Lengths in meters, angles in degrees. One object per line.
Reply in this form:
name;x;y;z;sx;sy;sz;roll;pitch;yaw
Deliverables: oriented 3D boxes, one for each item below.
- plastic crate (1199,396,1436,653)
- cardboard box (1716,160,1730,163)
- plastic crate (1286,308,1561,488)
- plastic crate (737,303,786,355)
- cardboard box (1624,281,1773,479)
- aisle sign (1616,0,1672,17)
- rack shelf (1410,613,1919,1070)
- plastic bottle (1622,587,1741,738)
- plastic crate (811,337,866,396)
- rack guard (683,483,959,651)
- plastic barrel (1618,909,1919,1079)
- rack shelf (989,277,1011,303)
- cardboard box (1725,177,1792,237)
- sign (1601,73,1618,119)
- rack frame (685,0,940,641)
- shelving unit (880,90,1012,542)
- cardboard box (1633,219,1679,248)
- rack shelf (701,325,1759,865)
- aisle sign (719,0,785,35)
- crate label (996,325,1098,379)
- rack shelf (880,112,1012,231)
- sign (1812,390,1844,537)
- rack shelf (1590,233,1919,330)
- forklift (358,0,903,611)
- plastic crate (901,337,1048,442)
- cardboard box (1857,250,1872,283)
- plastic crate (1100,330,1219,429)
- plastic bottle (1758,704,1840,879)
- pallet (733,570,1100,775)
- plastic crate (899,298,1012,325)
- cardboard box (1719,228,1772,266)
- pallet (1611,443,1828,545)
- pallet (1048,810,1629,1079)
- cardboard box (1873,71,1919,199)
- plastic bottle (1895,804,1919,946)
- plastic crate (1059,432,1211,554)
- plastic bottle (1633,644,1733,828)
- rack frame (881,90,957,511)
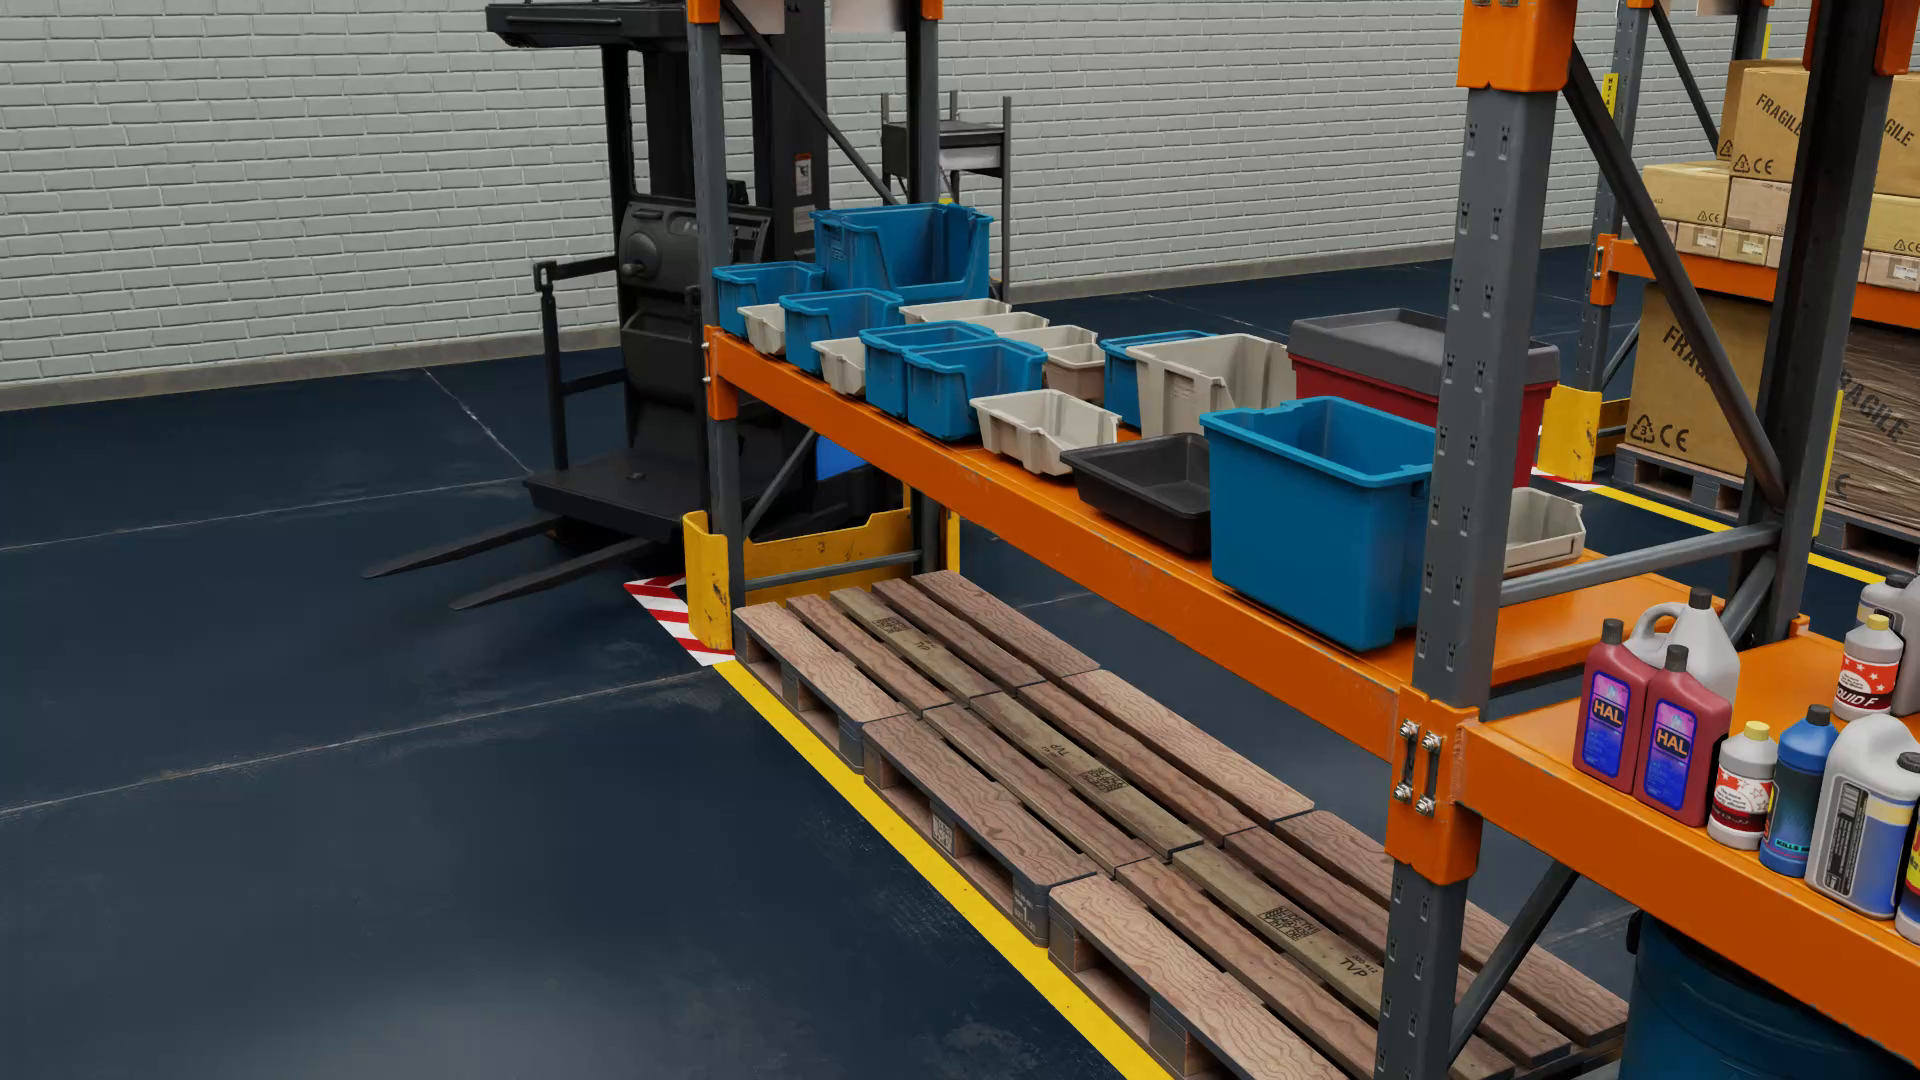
plastic crate;0.825;-0.043;3.591;0.392;0.384;0.575;-10;21;-27
cardboard box;4.270;-1.828;8.606;0.500;0.250;0.500;-10;22;-28
plastic crate;1.143;-0.295;4.198;0.402;0.464;0.583;-10;21;-27
plastic crate;-0.646;-0.766;6.066;0.250;0.136;0.298;-10;21;-27
cardboard box;4.180;-0.880;8.695;0.875;0.875;0.875;-10;21;-27
aisle sign;3.508;-3.060;8.415;0.394;0.787;0.004;-10;21;-27
rack shelf;2.296;0.973;1.816;1.077;0.370;4.000;-10;21;-27
plastic bottle;1.248;0.245;2.899;0.144;0.351;0.185;-10;21;-27
plastic crate;-0.324;-0.572;5.502;0.250;0.136;0.298;-10;21;-27
rack guard;-0.576;0.087;7.112;1.175;0.500;0.348;-10;21;-27
plastic barrel;1.590;1.011;3.176;0.600;0.901;0.708;-10;21;-27
rack shelf;-0.068;-1.024;7.922;0.431;0.518;0.480;-11;22;-28
cardboard box;4.049;-1.599;7.940;0.500;0.250;0.500;-10;22;-27
sign;3.315;-2.219;8.515;0.100;0.325;0.005;-10;21;-27
rack frame;-0.553;-1.090;6.690;1.000;3.000;0.127;-10;21;-27
shelving unit;-0.068;-1.037;7.917;0.431;2.100;0.503;-11;22;-28
cardboard box;3.684;-1.585;8.511;0.380;0.149;0.250;-10;21;-26
rack shelf;0.397;-0.175;5.144;1.077;0.370;4.000;-10;21;-27
aisle sign;-0.848;-2.293;6.193;0.394;0.787;0.004;-10;21;-27
crate label;0.272;-0.626;5.658;0.396;0.136;0.243;-10;21;-27
rack shelf;-0.068;-1.686;7.693;0.431;0.518;0.480;-11;22;-28
sign;1.832;-0.157;3.563;0.100;0.325;0.005;-10;21;-27
rack shelf;4.756;-0.943;7.367;1.077;0.370;4.000;-10;21;-27
forklift;-1.364;-1.355;7.565;1.130;2.935;3.031;14;23;35
plastic crate;0.042;-0.453;5.010;0.416;0.233;0.300;-10;21;-27
cardboard box;4.174;-1.290;7.657;0.380;0.149;0.250;-10;22;-28
plastic crate;0.648;-0.489;5.114;0.416;0.233;0.300;-10;21;-27
plastic bottle;1.326;0.387;2.607;0.097;0.271;0.097;0;19;0
pallet;-0.195;0.471;6.442;1.003;0.211;1.213;-10;21;-27
plastic crate;-0.006;-0.787;6.126;0.396;0.136;0.243;-10;21;-27
cardboard box;3.929;-1.438;8.086;0.380;0.149;0.250;-11;22;-28
pallet;4.255;-0.321;8.738;1.003;0.211;1.213;-10;21;-27
pallet;0.963;1.172;4.412;1.003;0.211;1.213;-10;21;-27
cardboard box;4.285;-1.810;7.402;0.500;0.500;0.500;-11;22;-28
plastic bottle;1.436;0.454;2.414;0.097;0.271;0.097;0;19;0
plastic crate;0.579;-0.119;4.208;0.437;0.125;0.590;-10;21;-27
plastic bottle;1.209;0.324;2.774;0.061;0.283;0.133;-10;21;-27
rack frame;-0.189;-1.106;8.117;0.400;2.100;0.015;-11;22;-28
